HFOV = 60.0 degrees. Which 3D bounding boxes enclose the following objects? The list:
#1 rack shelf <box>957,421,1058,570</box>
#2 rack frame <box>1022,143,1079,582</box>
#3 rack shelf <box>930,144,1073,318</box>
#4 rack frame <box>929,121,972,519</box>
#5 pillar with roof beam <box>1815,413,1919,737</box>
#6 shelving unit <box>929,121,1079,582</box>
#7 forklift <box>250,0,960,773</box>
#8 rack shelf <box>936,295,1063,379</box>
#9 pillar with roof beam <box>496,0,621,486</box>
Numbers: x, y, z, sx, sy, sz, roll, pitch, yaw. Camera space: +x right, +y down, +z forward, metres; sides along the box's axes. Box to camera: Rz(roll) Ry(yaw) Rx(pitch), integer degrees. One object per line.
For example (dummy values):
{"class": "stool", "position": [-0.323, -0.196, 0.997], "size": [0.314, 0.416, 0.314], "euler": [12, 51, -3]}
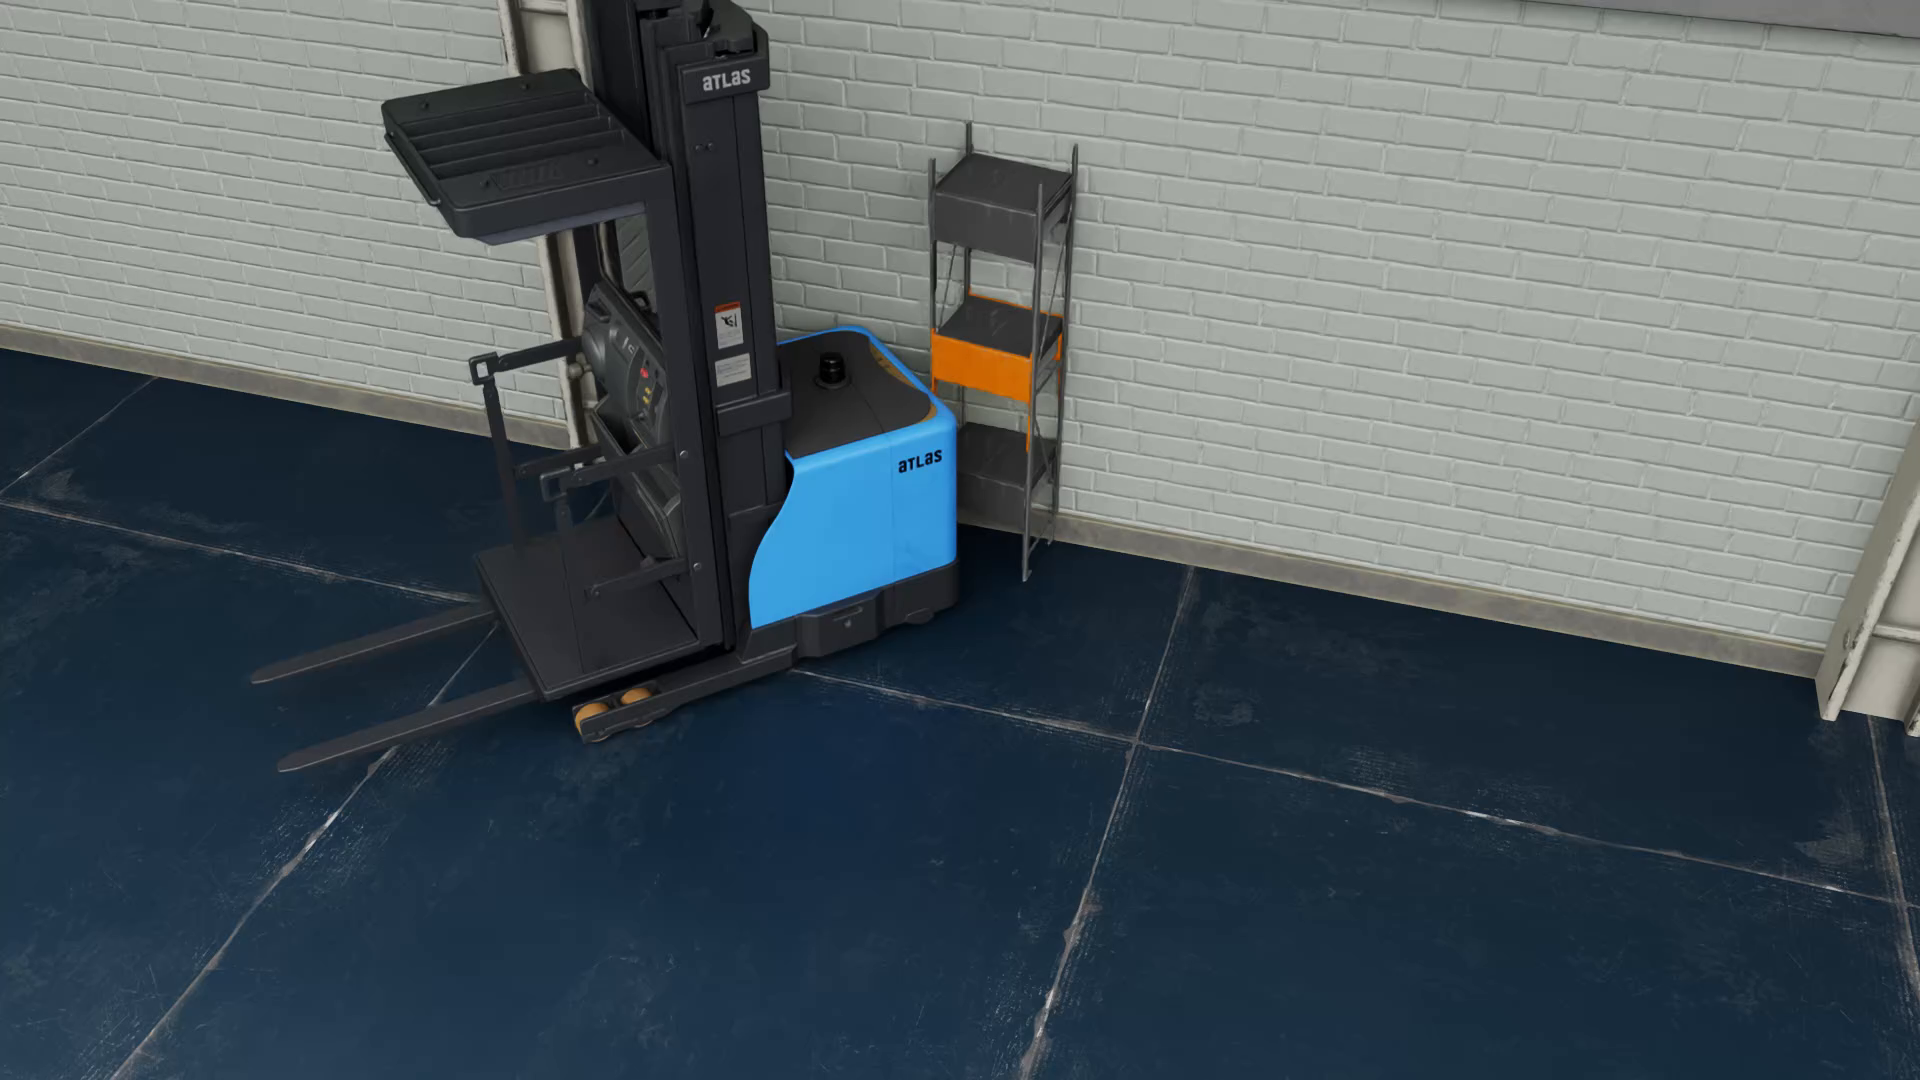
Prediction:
{"class": "rack shelf", "position": [0.170, -0.238, 7.977], "size": [0.480, 0.518, 0.431], "euler": [16, 42, 18]}
{"class": "rack frame", "position": [0.397, -0.724, 7.447], "size": [0.015, 2.100, 0.400], "euler": [16, 42, 18]}
{"class": "rack shelf", "position": [0.180, -1.320, 7.089], "size": [0.480, 0.518, 0.431], "euler": [16, 42, 18]}
{"class": "rack frame", "position": [-0.047, -0.855, 7.601], "size": [0.015, 2.100, 0.400], "euler": [16, 42, 18]}
{"class": "pillar with roof beam", "position": [2.681, -0.467, 1.293], "size": [0.400, 9.000, 9.100], "euler": [10, 38, 14]}
{"class": "shelving unit", "position": [0.175, -0.790, 7.524], "size": [0.503, 2.100, 0.431], "euler": [16, 42, 18]}
{"class": "forklift", "position": [-1.542, -0.681, 6.702], "size": [3.031, 2.935, 1.130], "euler": [-18, 40, -23]}
{"class": "rack shelf", "position": [0.176, -0.885, 7.446], "size": [0.457, 0.174, 0.368], "euler": [16, 42, 18]}
{"class": "pillar with roof beam", "position": [-3.046, -1.528, 2.734], "size": [0.400, 9.000, 9.100], "euler": [10, 38, 14]}
